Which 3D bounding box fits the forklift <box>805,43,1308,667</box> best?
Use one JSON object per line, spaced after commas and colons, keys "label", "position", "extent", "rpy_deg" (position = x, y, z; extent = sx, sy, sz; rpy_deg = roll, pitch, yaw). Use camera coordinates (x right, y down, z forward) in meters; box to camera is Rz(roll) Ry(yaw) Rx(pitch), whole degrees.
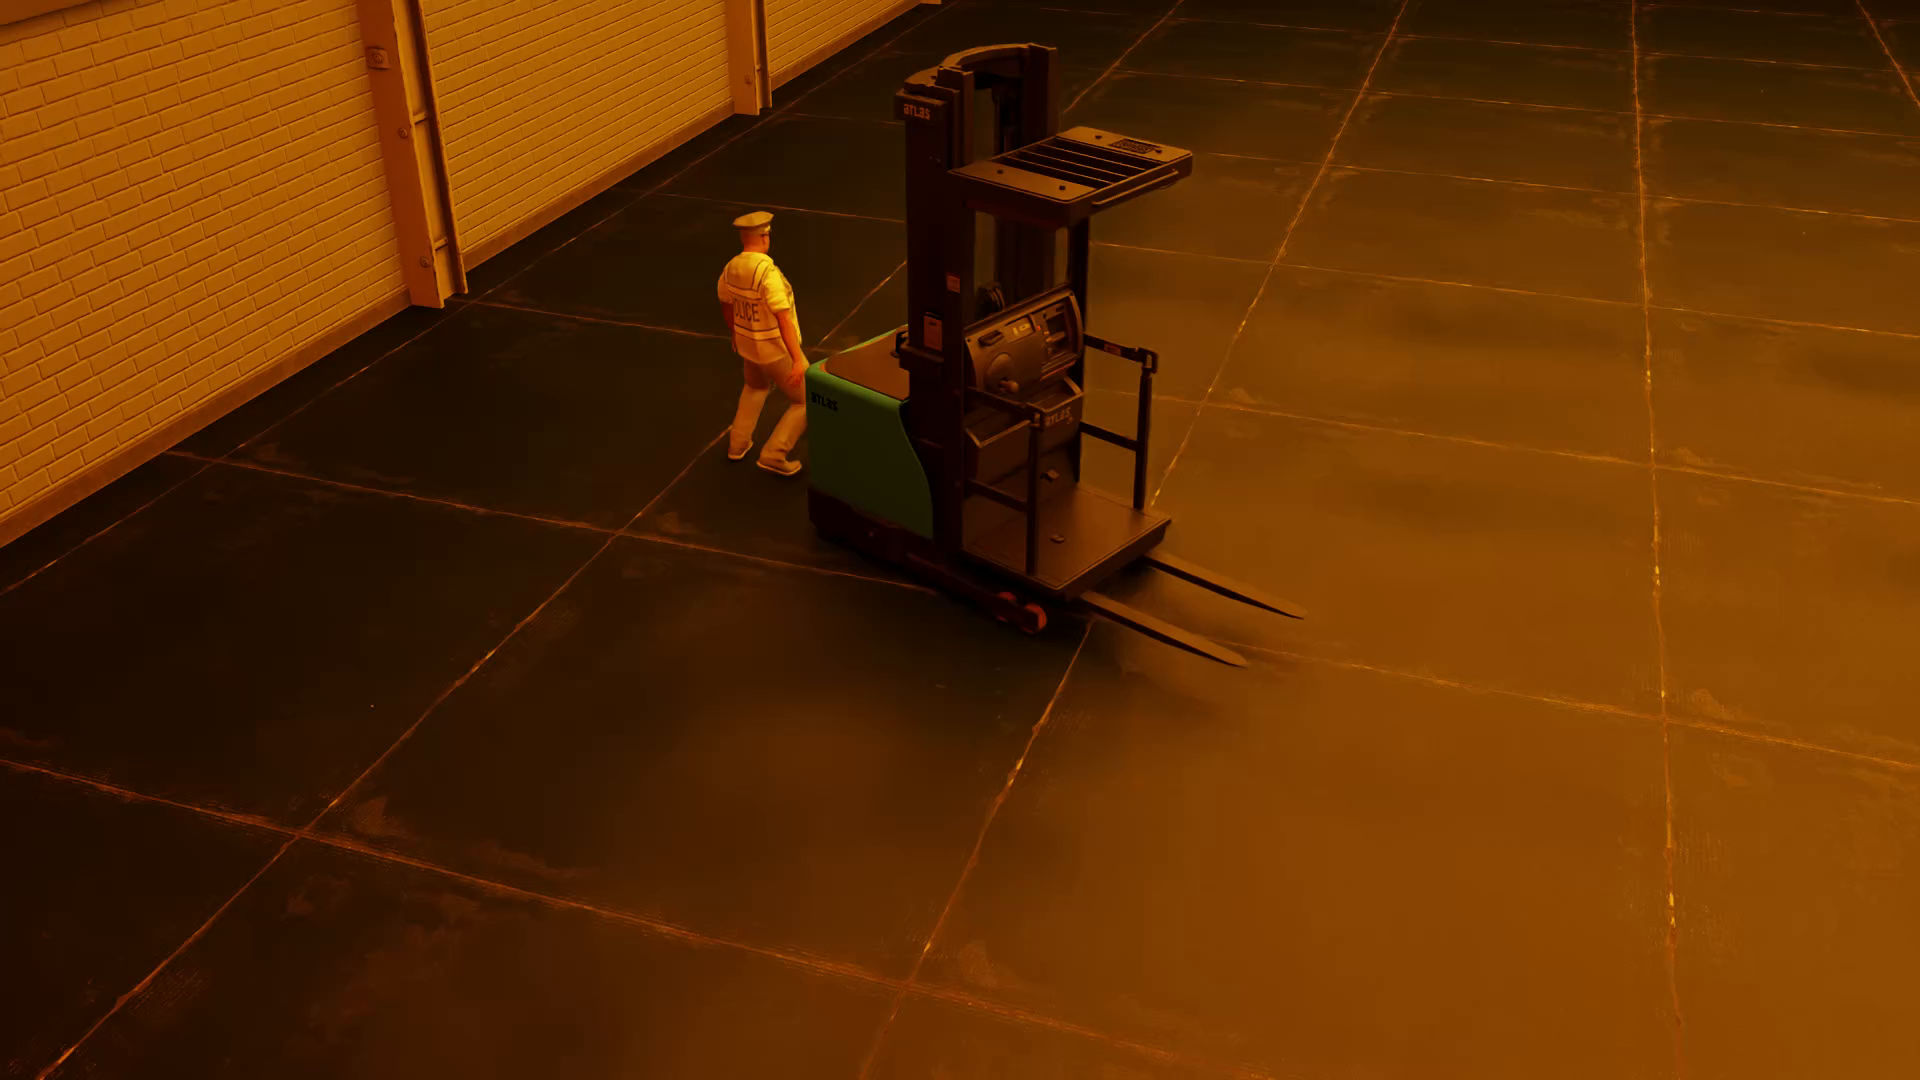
{"label": "forklift", "position": [0.516, -1.050, 8.978], "extent": [3.031, 2.935, 1.130], "rpy_deg": [23, 37, 35]}

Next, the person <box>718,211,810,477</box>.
{"label": "person", "position": [-1.221, -1.224, 10.577], "extent": [0.491, 1.673, 0.898], "rpy_deg": [-24, 37, -35]}
